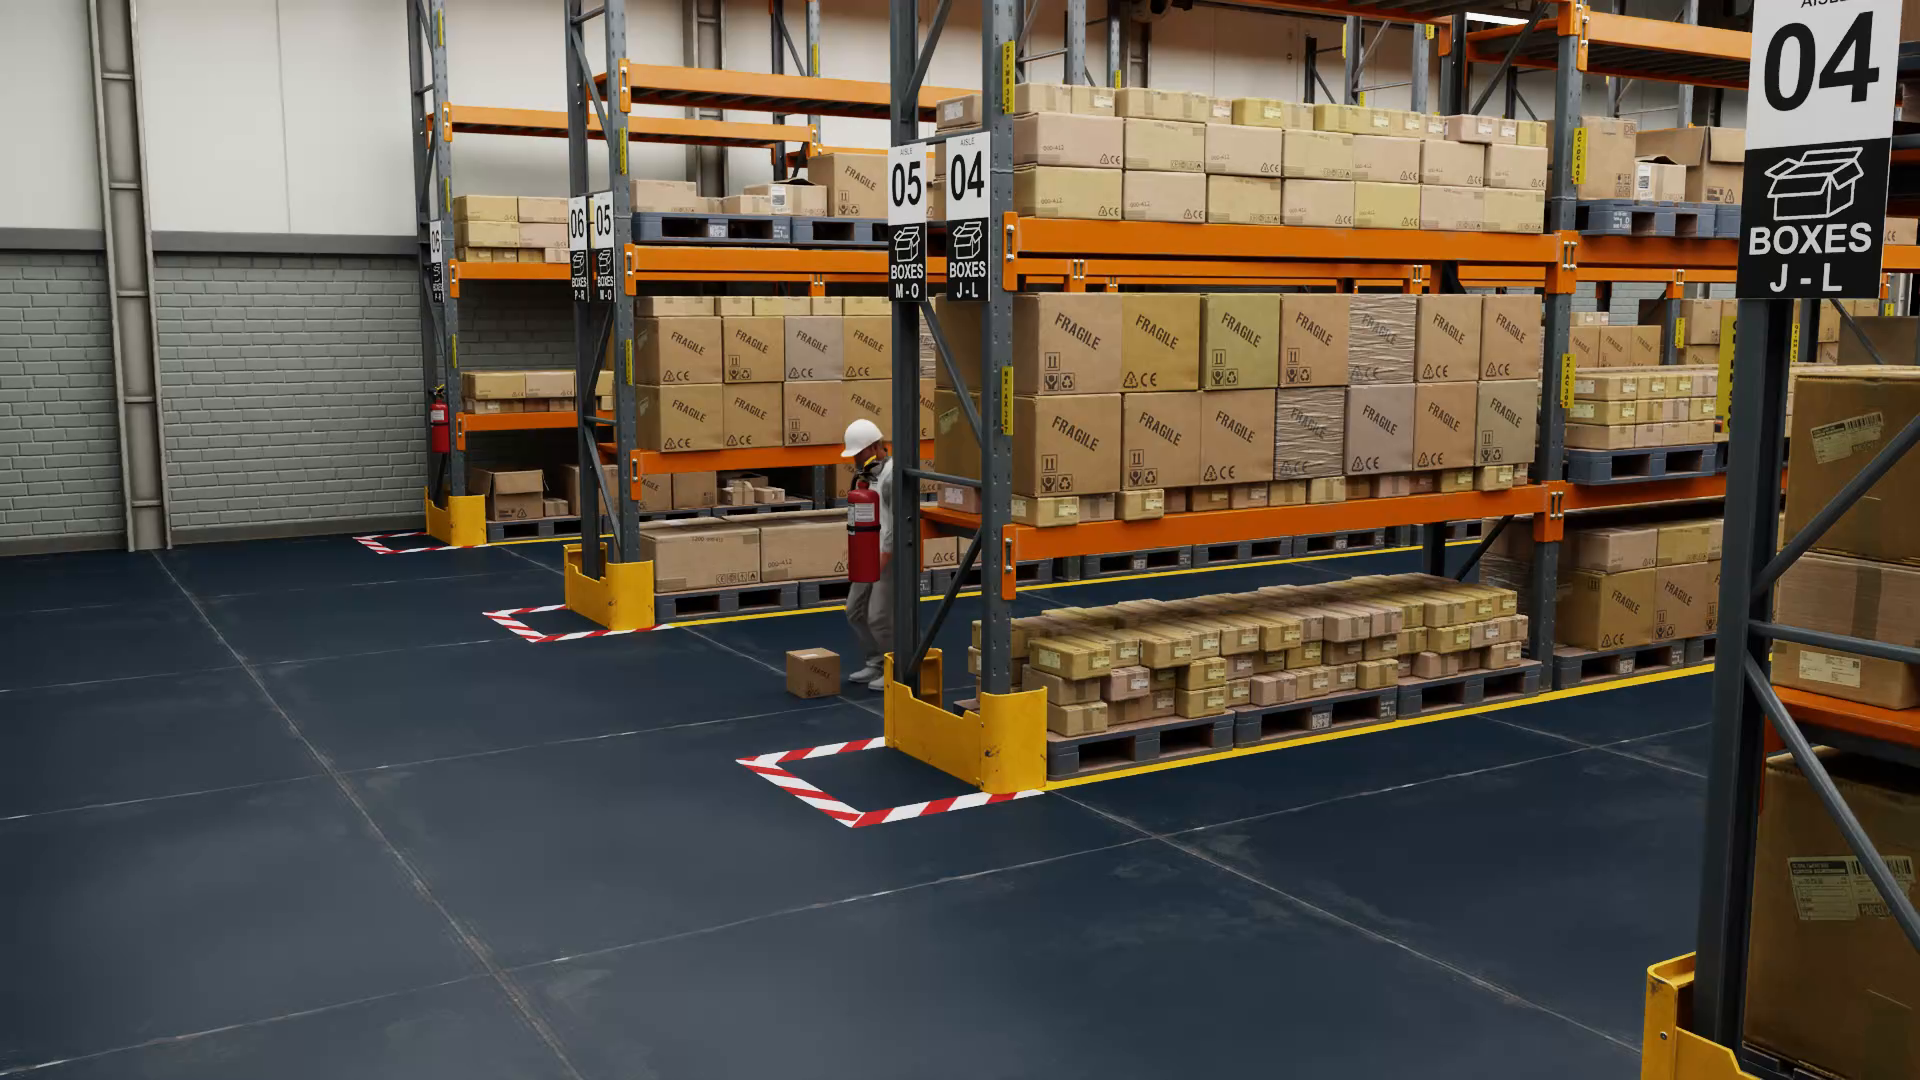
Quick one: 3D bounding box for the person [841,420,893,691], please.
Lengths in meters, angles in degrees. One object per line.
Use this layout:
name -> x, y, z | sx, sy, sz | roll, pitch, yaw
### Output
person -> -0.498, 0.087, 10.425 | 0.516, 1.695, 0.566 | -5, 9, -29
